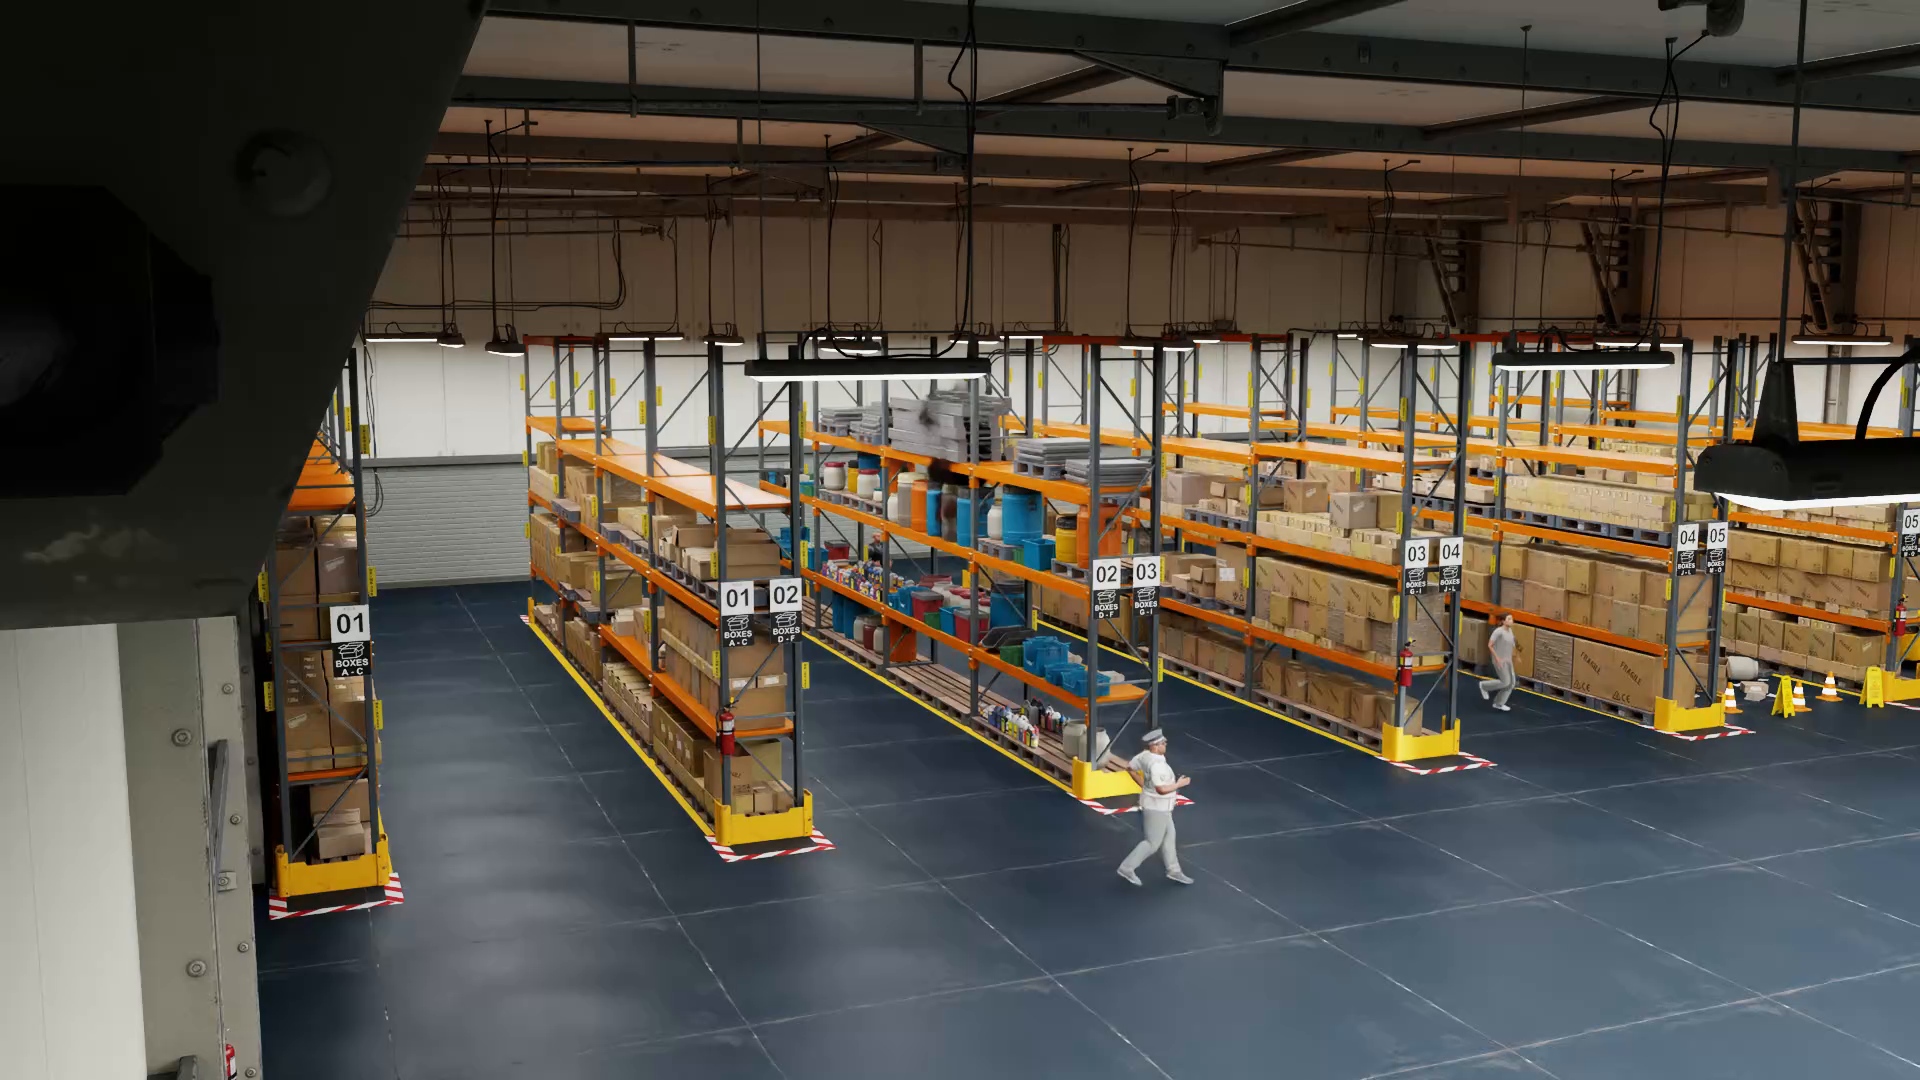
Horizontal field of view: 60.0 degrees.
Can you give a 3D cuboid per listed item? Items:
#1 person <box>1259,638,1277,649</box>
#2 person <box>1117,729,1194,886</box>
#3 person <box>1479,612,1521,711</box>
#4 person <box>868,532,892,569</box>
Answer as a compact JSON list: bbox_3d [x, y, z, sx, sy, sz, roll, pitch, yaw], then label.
[{"bbox_3d":[5.827,1.393,31.091,0.587,1.660,0.610,-4,9,-27],"label":"person"},{"bbox_3d":[2.184,2.983,18.483,0.898,1.805,0.653,0,8,-3],"label":"person"},{"bbox_3d":[8.776,1.951,27.032,0.552,1.618,0.599,-5,9,-35],"label":"person"},{"bbox_3d":[-1.761,0.653,36.435,0.691,1.678,0.516,-5,9,-33],"label":"person"}]
